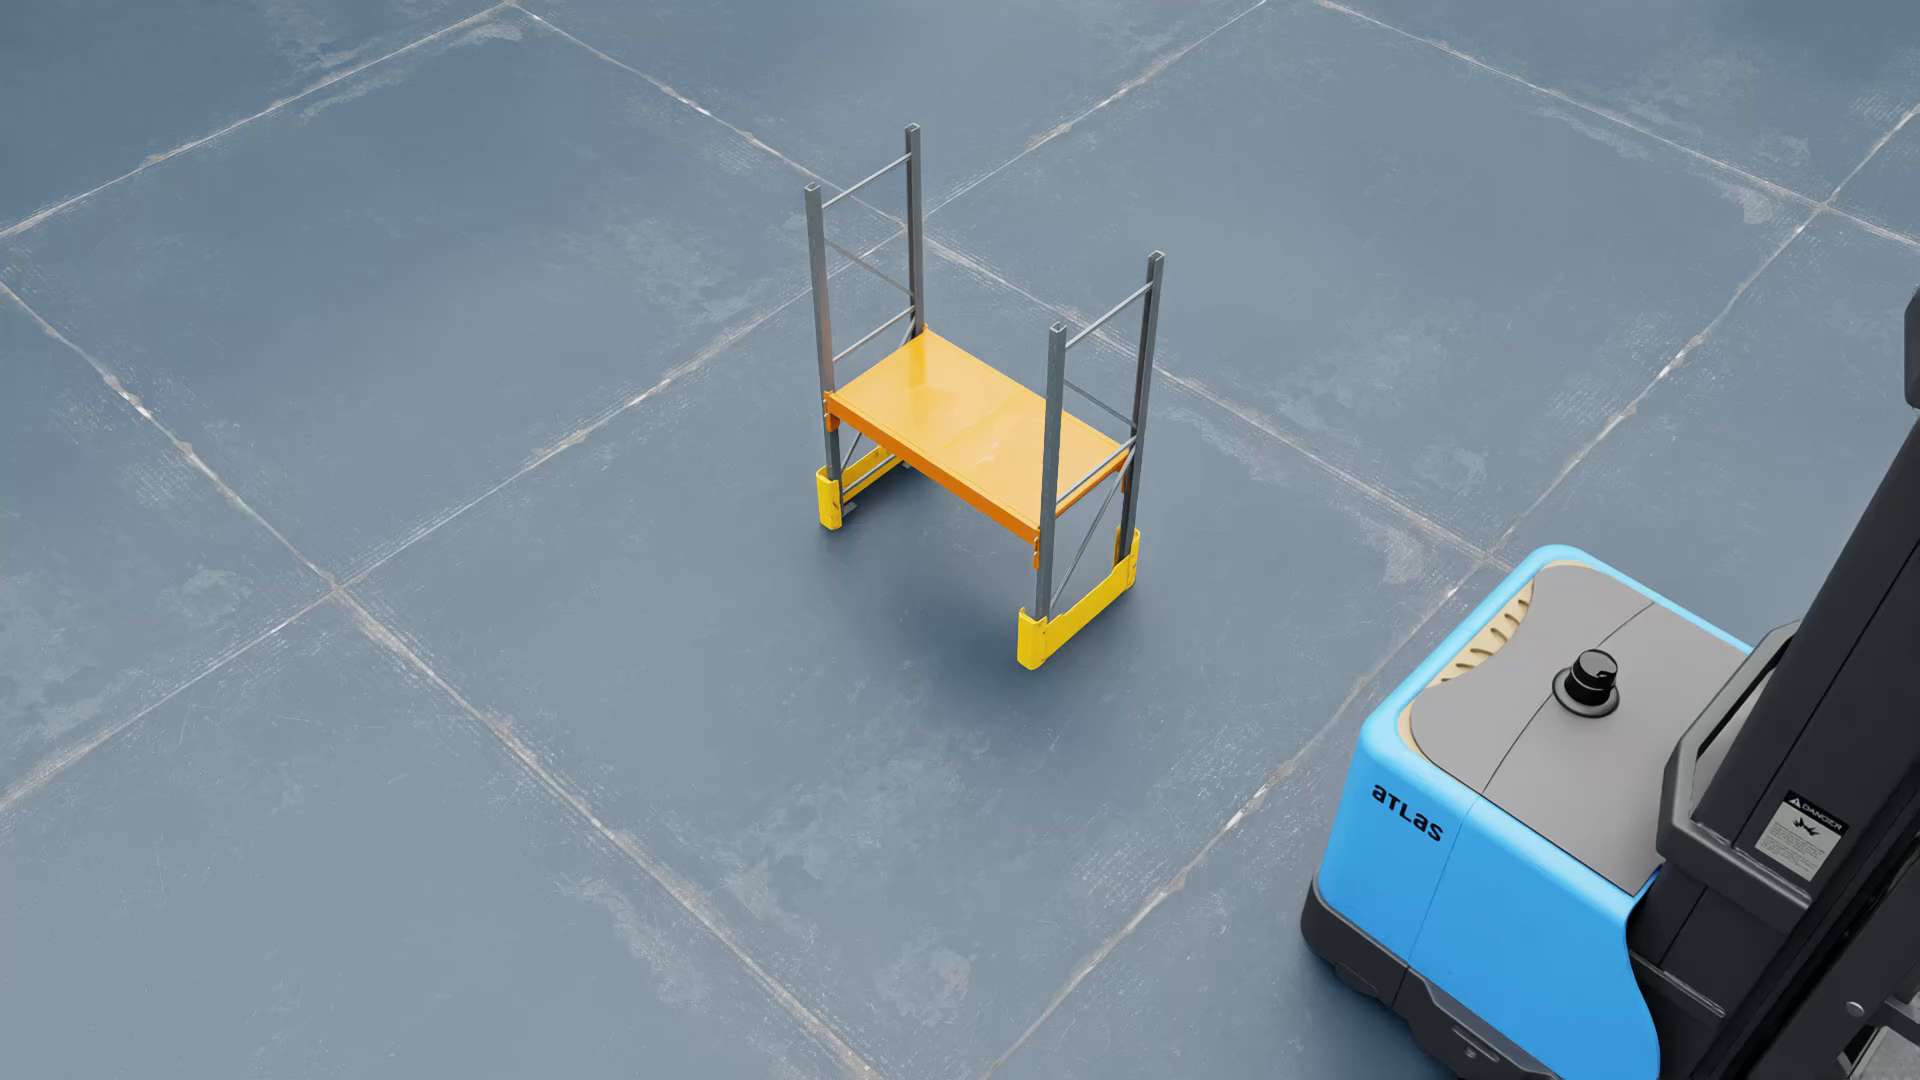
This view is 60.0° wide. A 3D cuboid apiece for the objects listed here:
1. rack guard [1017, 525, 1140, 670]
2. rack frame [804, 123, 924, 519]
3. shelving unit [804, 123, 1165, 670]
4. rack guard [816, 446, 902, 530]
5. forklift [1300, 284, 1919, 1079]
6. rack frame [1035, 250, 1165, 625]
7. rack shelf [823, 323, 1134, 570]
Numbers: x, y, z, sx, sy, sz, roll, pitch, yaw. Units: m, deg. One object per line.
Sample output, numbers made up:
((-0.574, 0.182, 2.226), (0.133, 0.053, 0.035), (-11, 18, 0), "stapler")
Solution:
((0.422, 0.198, 5.892), (0.087, 0.250, 0.587), (34, 55, 28), "rack guard")
((-0.311, -0.723, 5.900), (0.032, 1.500, 0.500), (34, 55, 28), "rack frame")
((0.056, -0.476, 5.668), (1.083, 1.500, 0.587), (34, 55, 28), "shelving unit")
((-0.310, -0.294, 6.355), (0.087, 0.250, 0.587), (34, 55, 28), "rack guard")
((2.442, 0.718, 3.565), (3.031, 2.935, 1.130), (35, 56, 28), "forklift")
((0.436, -0.220, 5.428), (0.032, 1.500, 0.500), (34, 55, 28), "rack frame")
((0.063, -0.348, 5.795), (1.000, 0.185, 0.538), (34, 55, 28), "rack shelf")
